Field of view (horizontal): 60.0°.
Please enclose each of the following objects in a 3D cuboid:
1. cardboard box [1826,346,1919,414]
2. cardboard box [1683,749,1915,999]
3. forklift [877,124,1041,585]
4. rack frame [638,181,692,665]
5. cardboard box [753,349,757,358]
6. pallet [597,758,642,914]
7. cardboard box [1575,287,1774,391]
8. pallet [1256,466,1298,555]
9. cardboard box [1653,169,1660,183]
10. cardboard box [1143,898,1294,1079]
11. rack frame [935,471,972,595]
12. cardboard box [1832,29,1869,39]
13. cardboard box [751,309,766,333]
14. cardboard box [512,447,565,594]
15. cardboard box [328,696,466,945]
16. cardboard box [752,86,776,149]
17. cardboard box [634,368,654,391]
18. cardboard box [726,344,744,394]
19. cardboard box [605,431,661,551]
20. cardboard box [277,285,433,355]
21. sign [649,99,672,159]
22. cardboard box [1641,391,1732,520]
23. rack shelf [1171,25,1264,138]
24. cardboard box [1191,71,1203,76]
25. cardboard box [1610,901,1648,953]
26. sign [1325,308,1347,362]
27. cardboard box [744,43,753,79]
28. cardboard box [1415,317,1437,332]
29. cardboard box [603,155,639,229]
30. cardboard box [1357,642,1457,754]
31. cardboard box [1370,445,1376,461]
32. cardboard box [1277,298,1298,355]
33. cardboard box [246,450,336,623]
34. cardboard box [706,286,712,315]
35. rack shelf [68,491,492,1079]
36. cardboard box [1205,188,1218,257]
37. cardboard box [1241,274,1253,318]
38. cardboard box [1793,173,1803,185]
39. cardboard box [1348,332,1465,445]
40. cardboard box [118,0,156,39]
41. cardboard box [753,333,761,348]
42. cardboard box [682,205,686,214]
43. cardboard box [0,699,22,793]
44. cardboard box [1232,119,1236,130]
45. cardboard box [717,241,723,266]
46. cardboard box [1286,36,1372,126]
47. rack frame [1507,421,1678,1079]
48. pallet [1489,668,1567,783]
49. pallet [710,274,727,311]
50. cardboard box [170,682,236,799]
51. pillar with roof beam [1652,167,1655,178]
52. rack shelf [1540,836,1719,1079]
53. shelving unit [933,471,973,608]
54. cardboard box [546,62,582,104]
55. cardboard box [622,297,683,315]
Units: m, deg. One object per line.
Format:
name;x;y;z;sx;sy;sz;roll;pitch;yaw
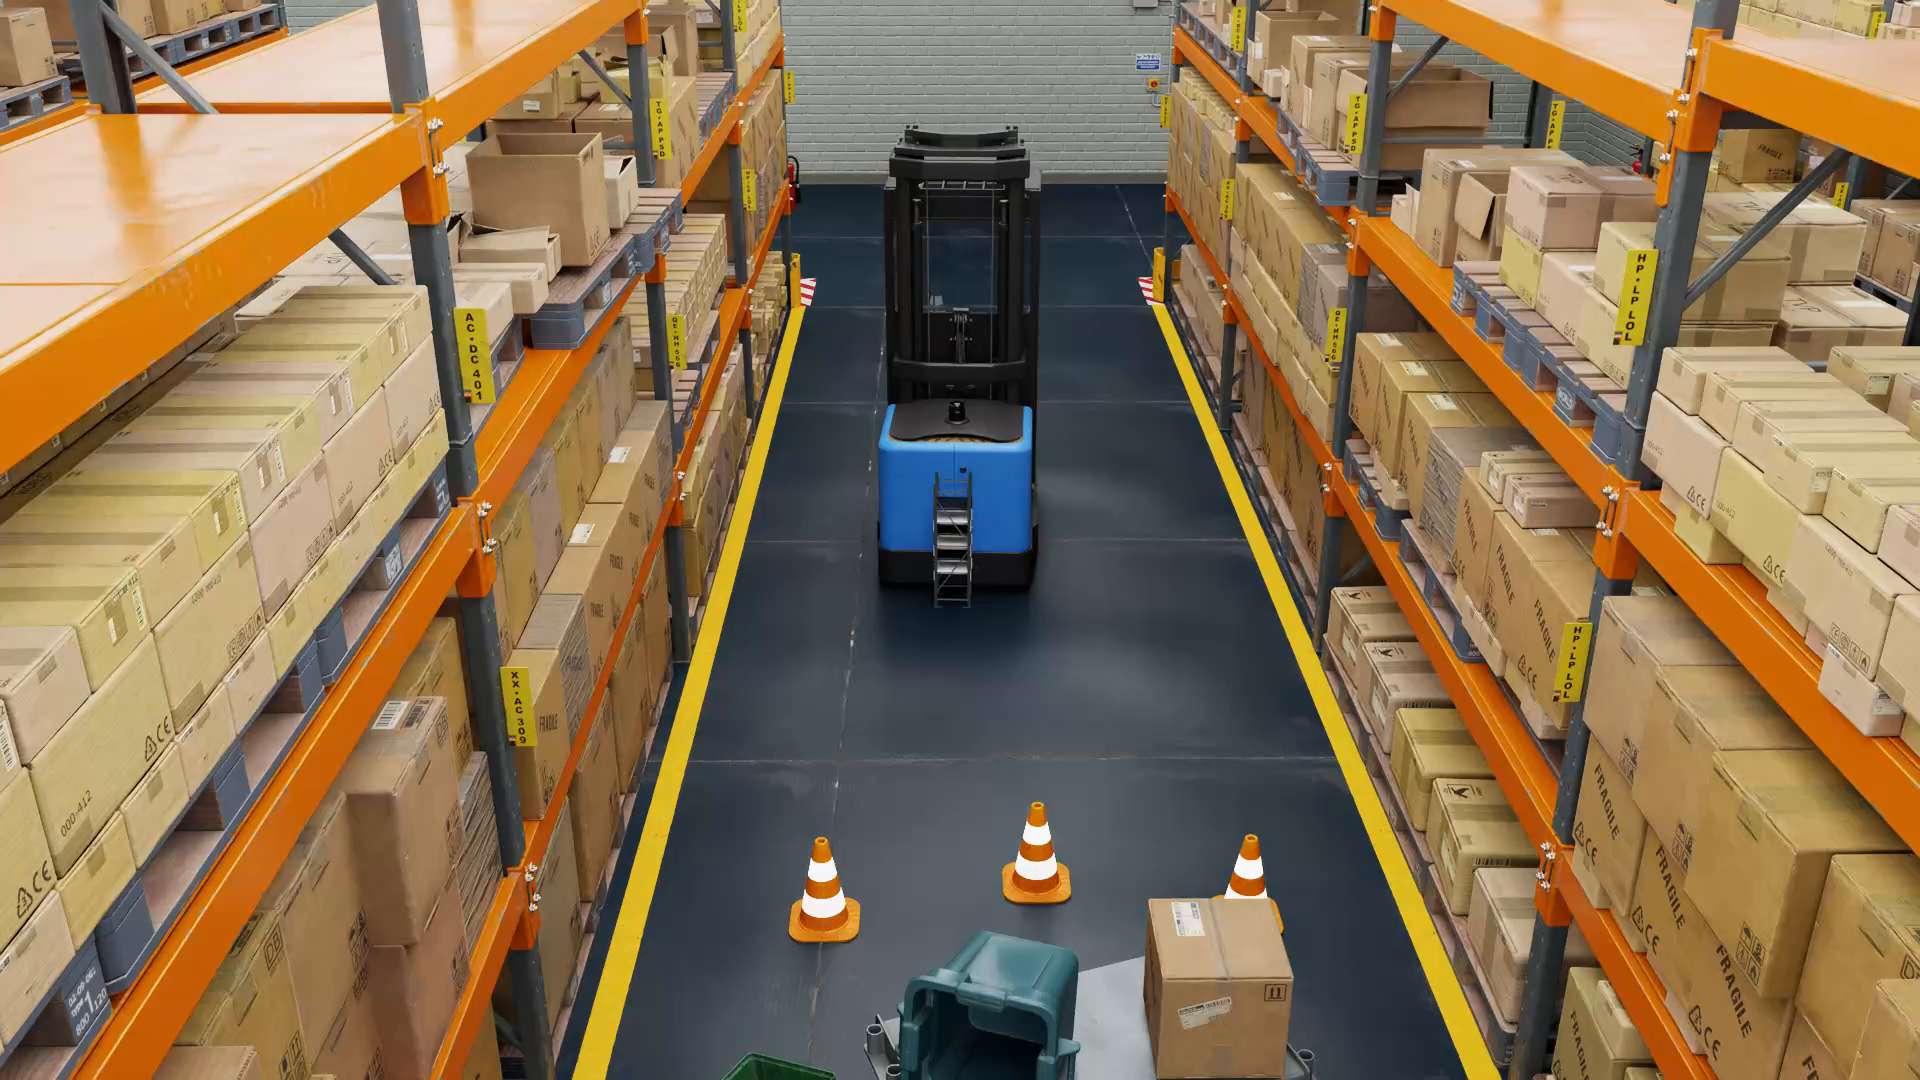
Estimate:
cardboard box;3.021;-0.512;5.323;0.380;0.149;0.250;0;24;1
cardboard box;2.549;0.937;4.726;0.700;0.500;0.500;-1;24;-2
forklift;0.028;-1.594;12.102;1.130;2.935;3.031;1;24;2
rack frame;-2.193;-0.611;9.844;1.000;3.000;0.127;0;24;-1
cardboard box;-2.030;-1.619;15.023;0.380;0.149;0.250;-1;24;-2
pallet;-2.250;1.486;8.591;1.003;0.211;1.213;0;24;-1
cardboard box;2.648;-0.756;6.198;0.500;0.250;0.500;-1;24;-2
pallet;2.812;-0.231;12.387;1.003;0.211;1.213;0;24;-1
cardboard box;7.361;-3.744;17.076;0.380;0.149;0.250;0;24;-1
cardboard box;1.019;1.788;6.655;0.500;0.500;0.500;0;24;-1
rack frame;-0.042;-0.040;11.130;0.240;0.900;0.006;1;24;2
cardboard box;7.419;-3.978;13.471;0.500;0.250;0.500;0;24;0
cardboard box;-1.976;-1.996;15.134;0.380;0.149;0.250;0;24;1
cardboard box;-2.174;-0.088;7.354;0.700;0.500;0.500;0;24;0
cardboard box;-2.058;0.855;5.110;0.875;0.550;0.550;0;24;-1
cardboard box;-2.007;-3.933;15.495;0.500;0.500;0.500;1;24;2
cardboard box;-1.998;-1.023;10.190;0.380;0.149;0.250;1;24;2
cardboard box;-1.976;-1.347;13.086;0.500;0.250;0.500;-1;24;-2
cardboard box;-1.916;-0.266;8.961;0.500;0.500;0.500;0;24;-1
cardboard box;-1.827;-0.666;5.031;0.380;0.149;0.250;0;24;-1
sign;-1.638;-2.248;9.101;0.100;0.325;0.005;0;24;-1
cardboard box;2.530;-0.278;5.289;0.500;0.250;0.500;-1;24;-2
rack shelf;2.690;-4.186;14.982;1.077;0.370;4.000;0;24;-1
cardboard box;2.469;-4.513;16.349;0.380;0.149;0.250;0;24;1
cardboard box;2.536;1.323;5.873;0.380;0.149;0.250;0;24;1
sign;2.200;-1.198;9.738;0.100;0.325;0.005;0;24;-1
cardboard box;-1.993;-3.956;13.782;0.500;0.250;0.500;-1;24;-1
cardboard box;2.994;-1.380;10.210;0.500;0.500;0.500;-1;24;-2
cardboard box;-1.882;-1.744;8.188;0.500;0.311;0.500;0;24;-1
cardboard box;2.768;0.868;9.253;0.950;0.372;0.625;-1;24;-2
cardboard box;2.542;-0.500;9.394;0.380;0.149;0.250;-2;24;-4
cardboard box;2.461;-1.455;11.285;0.500;0.250;0.500;-1;24;-2
cardboard box;-1.879;-0.017;4.082;0.500;0.250;0.500;0;24;-1
cardboard box;-2.019;-1.746;12.148;0.380;0.149;0.250;-1;24;-3
rack shelf;-2.128;0.823;3.907;1.077;0.370;4.000;0;24;-1
cardboard box;2.440;-2.770;14.498;0.500;0.500;0.500;-1;24;-2
cardboard box;2.460;-1.859;12.785;0.500;0.250;0.500;-1;24;-2
cardboard box;7.912;-3.242;15.482;0.500;0.250;0.500;0;24;-1
cardboard box;2.529;-0.861;9.404;0.500;0.500;0.500;-1;24;-2
cardboard box;-7.268;-4.471;13.988;0.700;0.500;0.500;1;24;2
cardboard box;-2.032;-1.867;15.209;0.380;0.149;0.250;1;24;2
cardboard box;-2.525;-2.638;13.844;0.500;0.500;0.500;0;24;0
cardboard box;-1.798;0.381;2.716;0.380;0.149;0.250;0;24;0
cardboard box;2.503;-3.457;14.015;0.380;0.149;0.250;0;24;0
cardboard box;-2.031;-2.200;12.791;0.380;0.149;0.250;0;24;0
cardboard box;2.446;-3.003;10.863;0.500;0.500;0.500;0;24;0
rack frame;2.799;0.974;6.341;1.000;3.000;0.127;0;24;-1
pallet;2.936;0.745;7.078;1.003;0.211;1.213;0;24;-1
pallet;-2.374;-1.856;12.830;1.003;0.211;1.213;0;24;-1
cardboard box;-1.807;0.429;3.579;0.380;0.149;0.250;0;24;0
pillar with roof beam;4.198;-7.824;18.513;9.100;9.000;0.400;0;24;-1
rack shelf;2.821;2.125;4.667;1.077;0.370;4.000;0;24;-1
shelving unit;-0.046;0.002;11.038;0.258;0.900;0.210;1;24;2
cardboard box;-2.478;-2.749;9.880;0.396;0.266;0.258;0;24;-1
cardboard box;-2.011;-1.471;10.819;0.380;0.149;0.250;-1;24;-3
